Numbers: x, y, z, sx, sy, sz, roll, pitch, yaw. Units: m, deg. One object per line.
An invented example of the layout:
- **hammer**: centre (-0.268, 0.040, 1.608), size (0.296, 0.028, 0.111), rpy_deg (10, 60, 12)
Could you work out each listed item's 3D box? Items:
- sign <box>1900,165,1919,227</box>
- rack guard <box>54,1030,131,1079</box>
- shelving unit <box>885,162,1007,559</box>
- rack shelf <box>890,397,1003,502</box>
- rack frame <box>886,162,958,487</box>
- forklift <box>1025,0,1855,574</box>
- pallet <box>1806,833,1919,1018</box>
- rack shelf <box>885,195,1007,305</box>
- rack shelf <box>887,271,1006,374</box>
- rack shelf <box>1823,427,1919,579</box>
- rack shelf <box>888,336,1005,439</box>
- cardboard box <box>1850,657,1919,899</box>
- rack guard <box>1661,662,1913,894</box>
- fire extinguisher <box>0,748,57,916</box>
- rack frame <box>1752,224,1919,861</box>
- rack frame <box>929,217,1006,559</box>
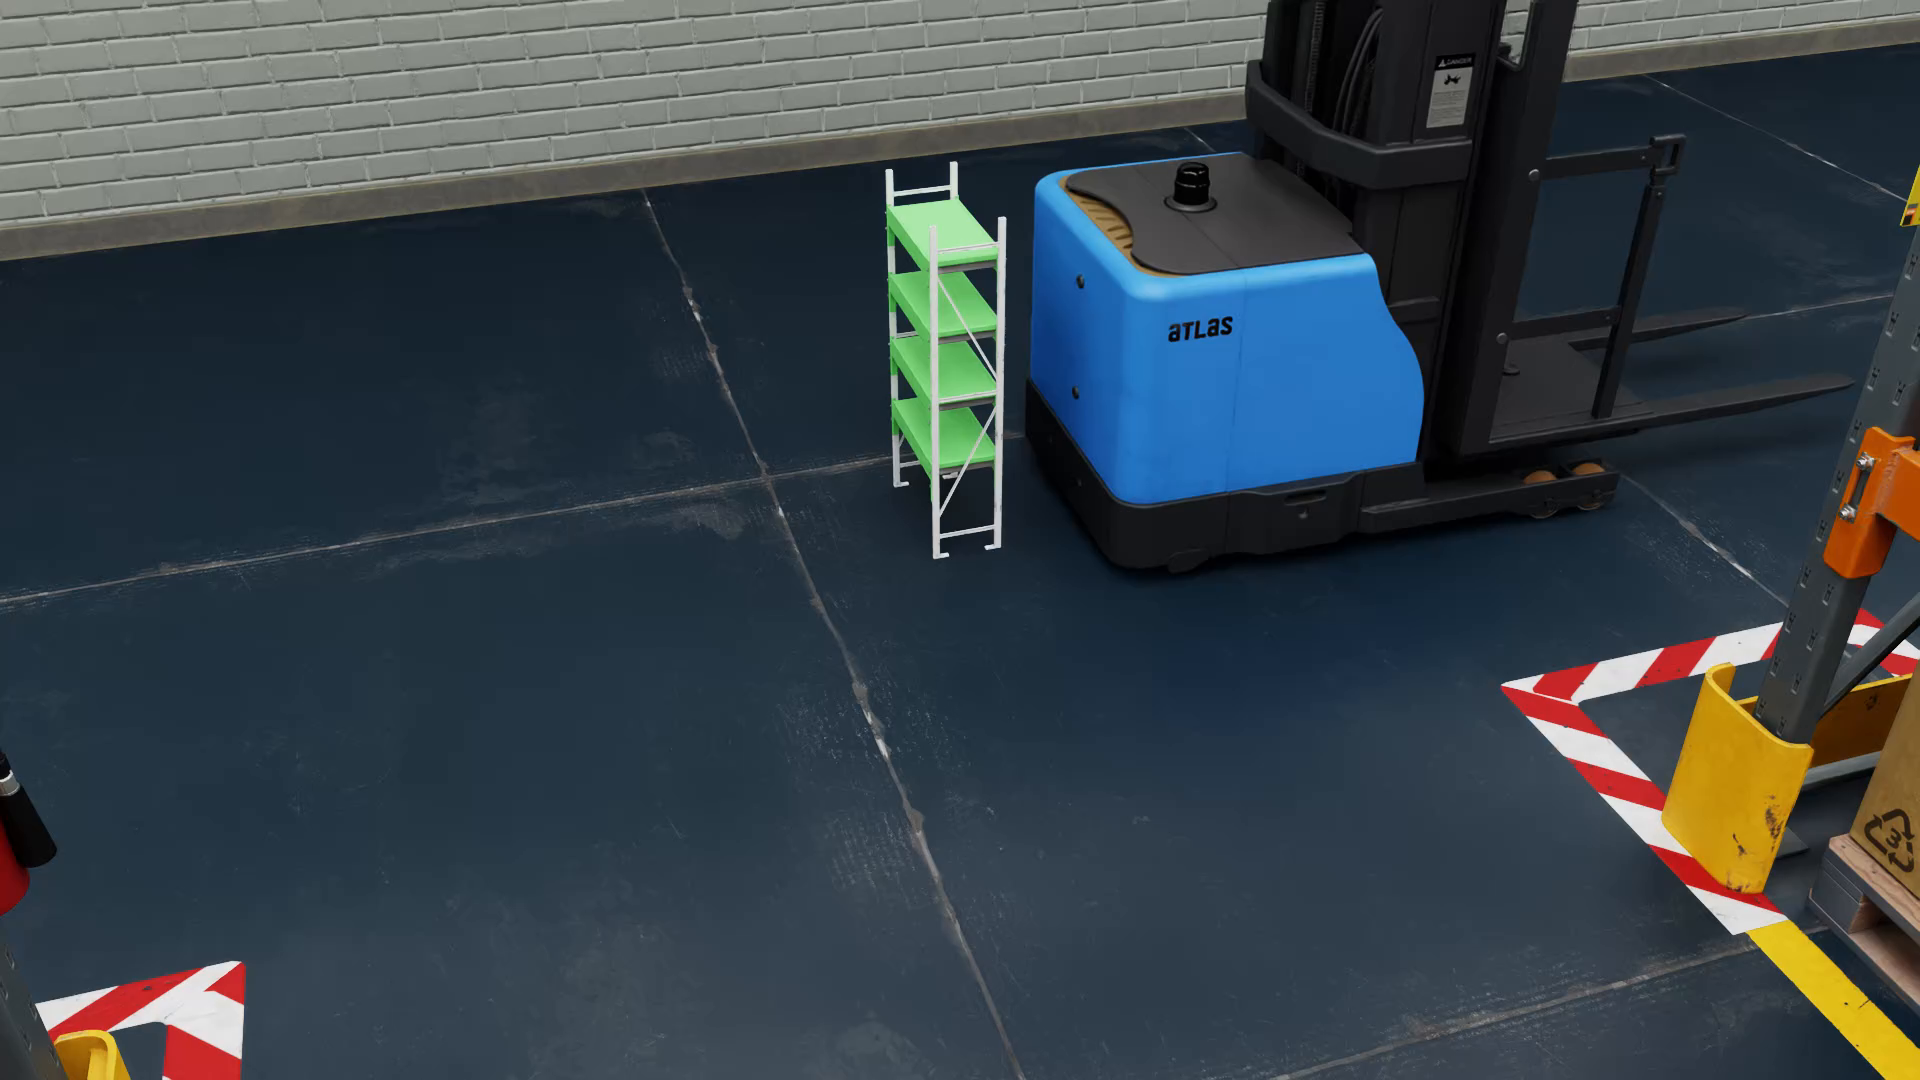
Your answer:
- **sign**: centre (2.000, -0.795, 3.375), size (0.100, 0.325, 0.005), rpy_deg (-10, 35, -15)
- **rack guard**: centre (-2.206, 1.374, 3.217), size (1.175, 0.500, 0.348), rpy_deg (-10, 35, -15)
- **shelving unit**: centre (-0.050, -0.587, 5.551), size (0.258, 1.200, 0.503), rpy_deg (-10, 35, -15)
- **rack shelf**: centre (-0.050, -0.334, 5.718), size (0.258, 0.148, 0.480), rpy_deg (-10, 35, -15)
- **rack frame**: centre (-0.125, -0.716, 5.745), size (0.240, 1.200, 0.015), rpy_deg (-10, 35, -15)
- **forklift**: centre (1.818, -1.568, 5.464), size (3.031, 2.935, 1.130), rpy_deg (-9, 35, -14)
- **pallet**: centre (2.849, 1.079, 3.926), size (1.003, 0.211, 1.213), rpy_deg (-10, 35, -15)
- **rack shelf**: centre (-0.050, -0.935, 5.321), size (0.258, 0.148, 0.480), rpy_deg (-10, 35, -15)
- **rack shelf**: centre (-0.050, -0.734, 5.454), size (0.258, 0.148, 0.480), rpy_deg (-10, 35, -15)
- **rack shelf**: centre (3.140, 0.859, 2.382), size (1.077, 0.370, 4.000), rpy_deg (-10, 35, -15)
- **rack shelf**: centre (-0.050, -0.534, 5.586), size (0.258, 0.148, 0.480), rpy_deg (-10, 35, -15)
- **cardboard box**: centre (2.802, 0.543, 3.754), size (0.875, 0.875, 0.875), rpy_deg (-10, 35, -15)
- **rack guard**: centre (2.523, 0.539, 4.481), size (1.175, 0.500, 0.348), rpy_deg (-10, 35, -15)
- **fire extinguisher**: centre (-1.800, 0.374, 2.871), size (0.296, 0.674, 0.183), rpy_deg (-10, 35, -15)
- **rack frame**: centre (2.530, -0.491, 3.772), size (1.000, 3.000, 0.127), rpy_deg (-10, 35, -15)
- **rack frame**: centre (0.024, -0.459, 5.357), size (0.240, 1.200, 0.015), rpy_deg (-10, 35, -15)
